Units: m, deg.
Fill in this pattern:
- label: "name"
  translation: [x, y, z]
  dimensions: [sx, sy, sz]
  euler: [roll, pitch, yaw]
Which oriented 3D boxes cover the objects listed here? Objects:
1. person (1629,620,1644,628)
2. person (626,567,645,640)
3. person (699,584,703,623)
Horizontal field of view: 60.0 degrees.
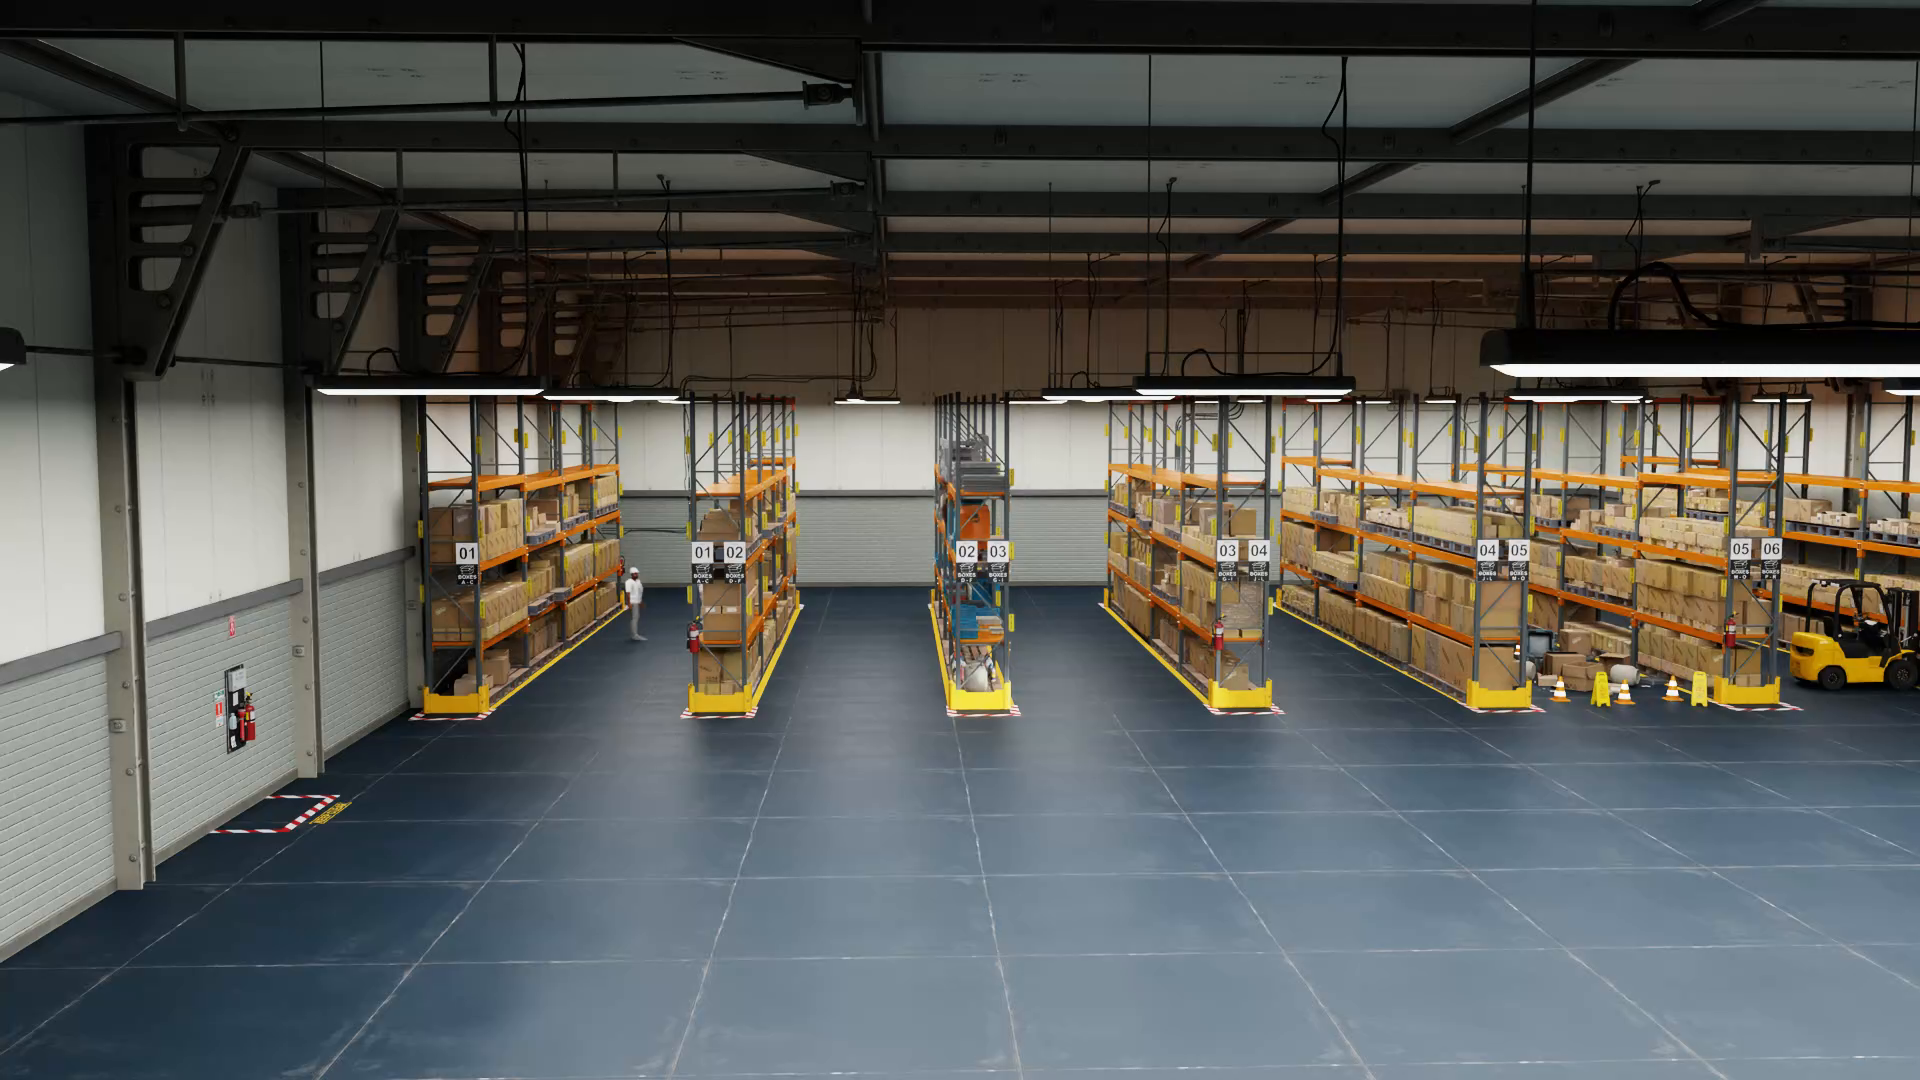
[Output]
- label: "person"
  translation: [17.516, 1.486, 43.027]
  dimensions: [0.368, 1.603, 0.453]
  euler: [1, 5, 16]
- label: "person"
  translation: [-7.979, 1.561, 40.994]
  dimensions: [0.473, 1.771, 0.598]
  euler: [0, 5, 3]
- label: "person"
  translation: [-6.580, 1.343, 43.617]
  dimensions: [0.570, 1.801, 0.605]
  euler: [1, 5, 8]
